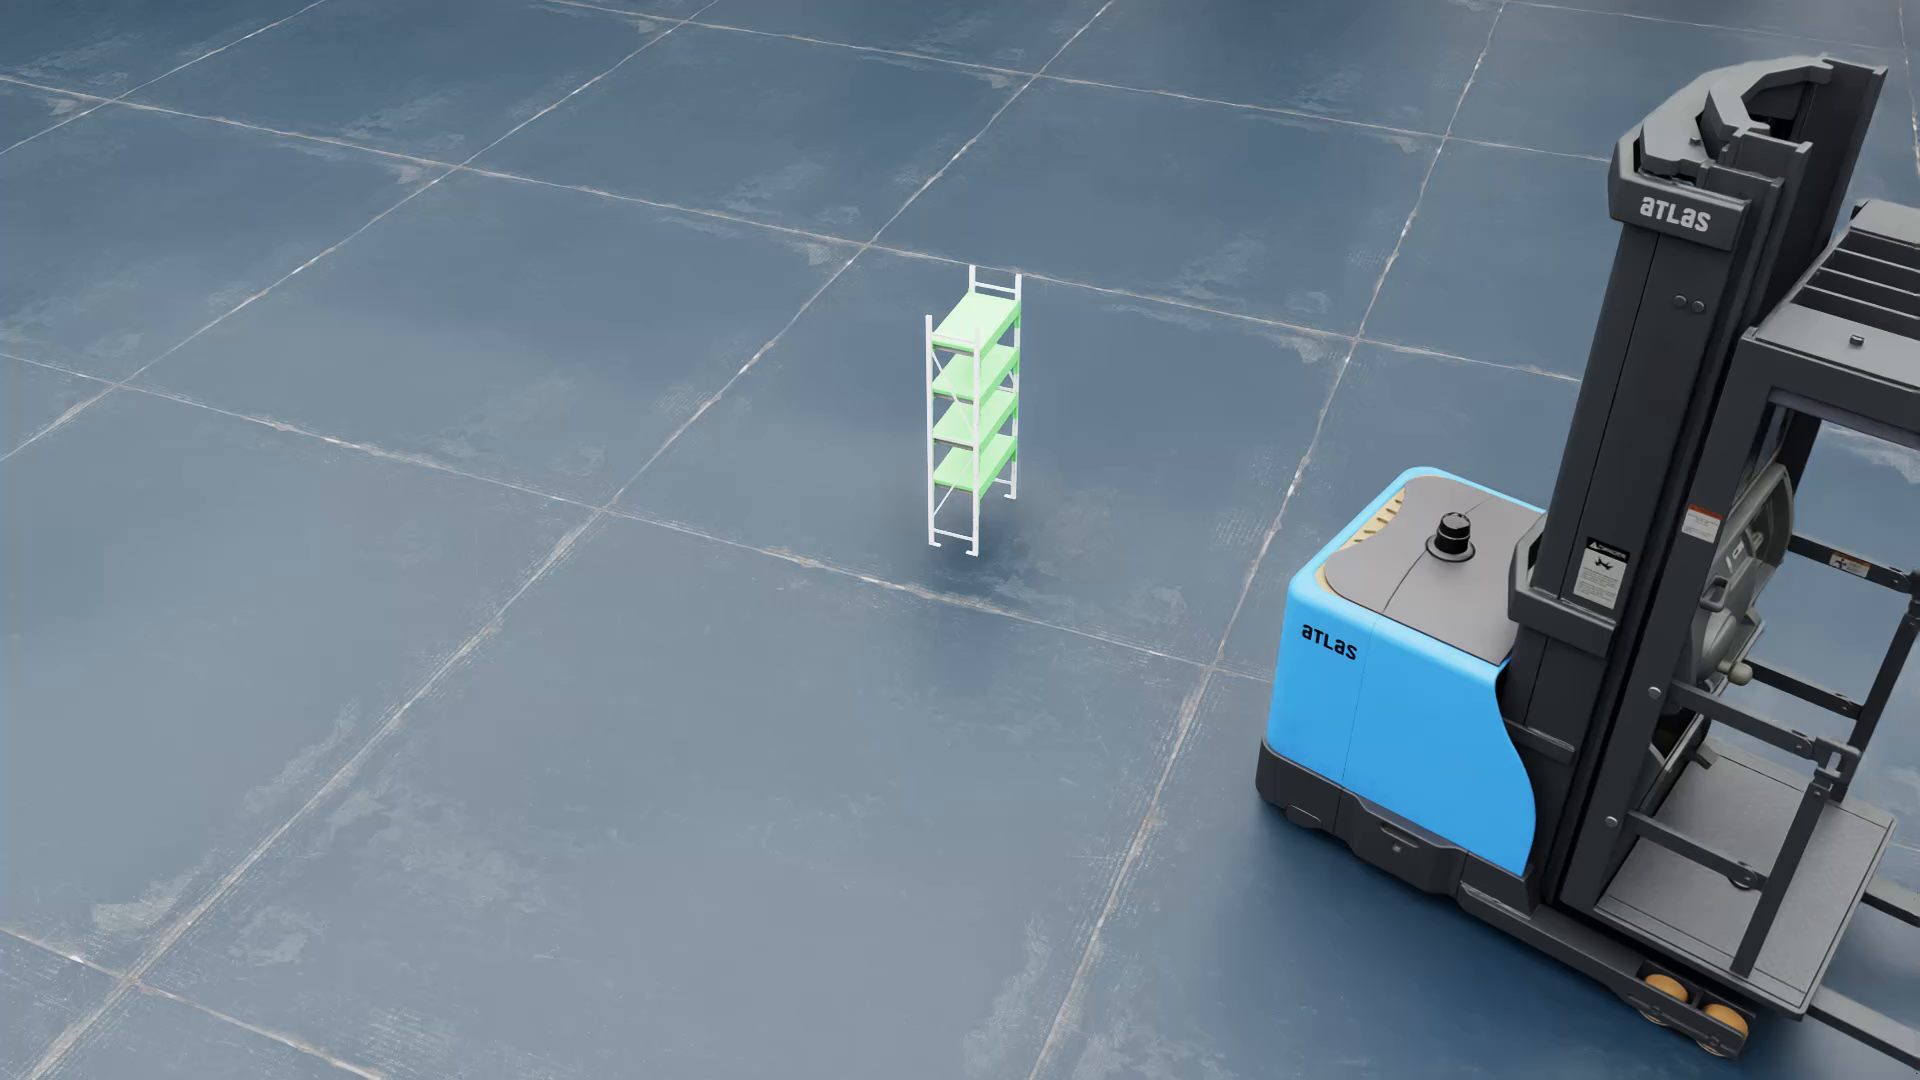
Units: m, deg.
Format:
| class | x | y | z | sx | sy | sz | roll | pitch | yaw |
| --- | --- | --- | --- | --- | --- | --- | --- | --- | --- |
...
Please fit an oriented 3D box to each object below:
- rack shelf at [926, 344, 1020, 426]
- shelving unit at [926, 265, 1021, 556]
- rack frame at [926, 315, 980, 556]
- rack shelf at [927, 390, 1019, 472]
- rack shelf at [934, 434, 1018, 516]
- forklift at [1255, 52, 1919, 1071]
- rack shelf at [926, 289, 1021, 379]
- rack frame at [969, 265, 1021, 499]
| class | x | y | z | sx | sy | sz | roll | pitch | yaw |
| --- | --- | --- | --- | --- | --- | --- | --- | --- | --- |
| rack shelf | 0.063 | -0.713 | 7.408 | 0.258 | 0.148 | 0.480 | 14 | 39 | 18 |
| shelving unit | 0.063 | -0.572 | 7.513 | 0.258 | 1.200 | 0.503 | 14 | 39 | 18 |
| rack frame | -0.030 | -0.437 | 7.333 | 0.240 | 1.200 | 0.015 | 14 | 39 | 18 |
| rack shelf | 0.063 | -0.521 | 7.552 | 0.258 | 0.148 | 0.480 | 14 | 39 | 18 |
| rack shelf | 0.063 | -0.329 | 7.695 | 0.258 | 0.148 | 0.480 | 14 | 39 | 18 |
| forklift | 2.595 | 0.161 | 5.086 | 3.031 | 2.935 | 1.130 | 26 | 44 | 30 |
| rack shelf | 0.063 | -0.906 | 7.264 | 0.258 | 0.148 | 0.480 | 14 | 39 | 18 |
| rack frame | 0.156 | -0.707 | 7.694 | 0.240 | 1.200 | 0.015 | 14 | 39 | 18 |
